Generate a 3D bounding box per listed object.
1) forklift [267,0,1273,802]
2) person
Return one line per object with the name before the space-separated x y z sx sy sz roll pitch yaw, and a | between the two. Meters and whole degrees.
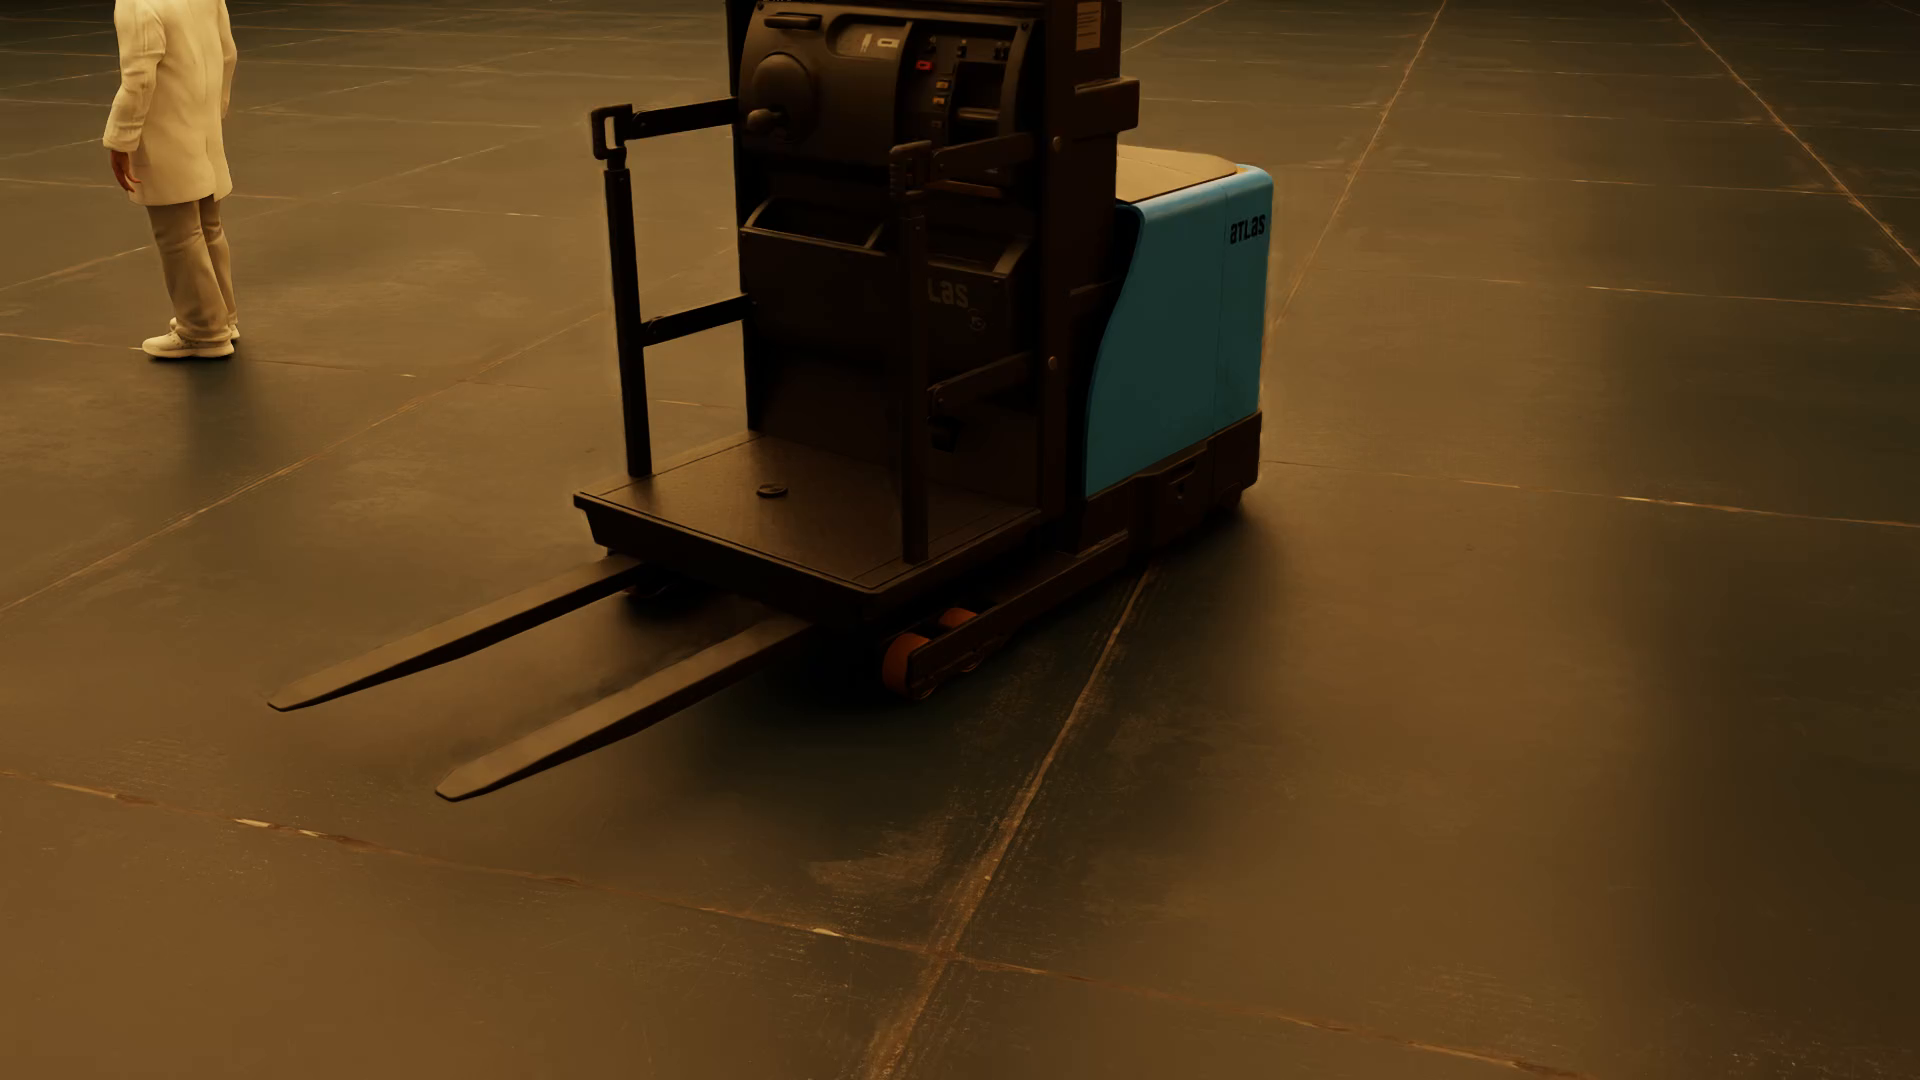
forklift | -0.336 -1.167 4.106 1.130 2.935 3.031 17 28 35
person | -3.230 -1.607 6.666 0.582 1.775 0.695 4 23 11
